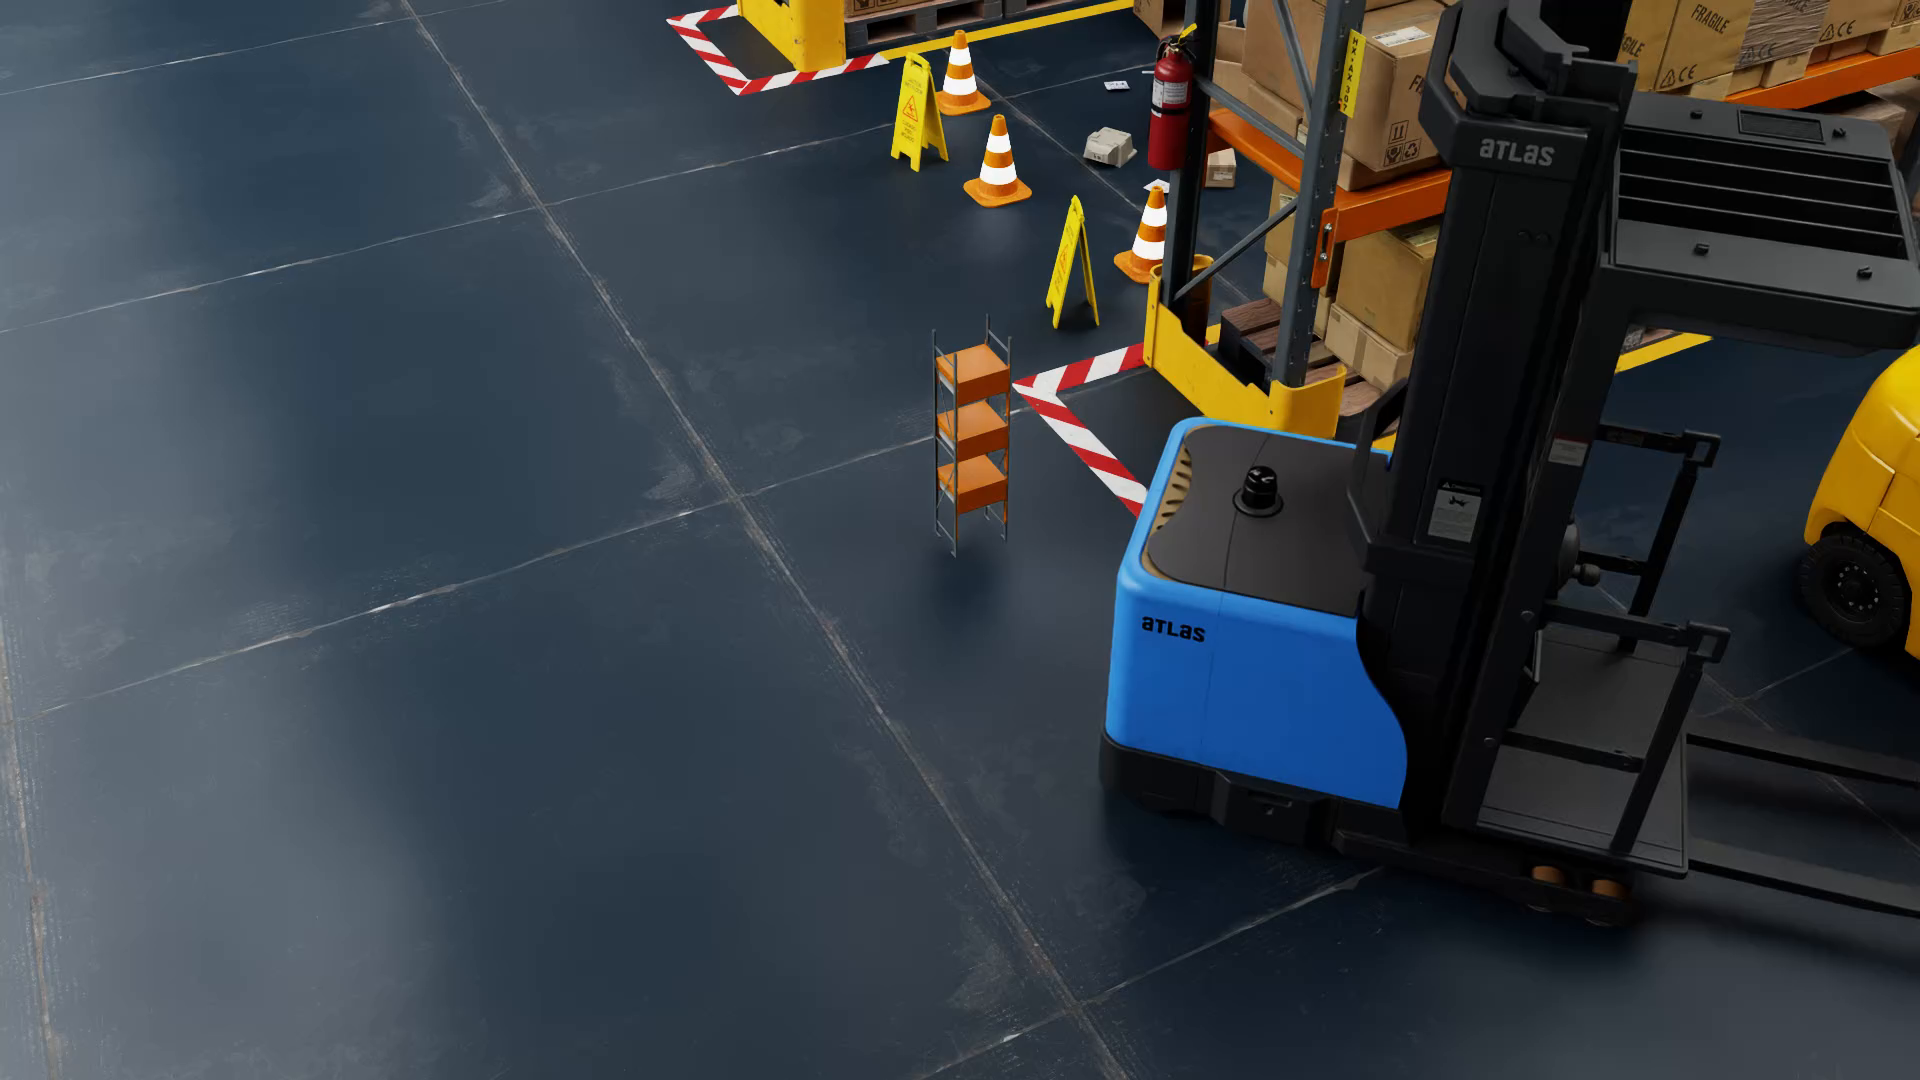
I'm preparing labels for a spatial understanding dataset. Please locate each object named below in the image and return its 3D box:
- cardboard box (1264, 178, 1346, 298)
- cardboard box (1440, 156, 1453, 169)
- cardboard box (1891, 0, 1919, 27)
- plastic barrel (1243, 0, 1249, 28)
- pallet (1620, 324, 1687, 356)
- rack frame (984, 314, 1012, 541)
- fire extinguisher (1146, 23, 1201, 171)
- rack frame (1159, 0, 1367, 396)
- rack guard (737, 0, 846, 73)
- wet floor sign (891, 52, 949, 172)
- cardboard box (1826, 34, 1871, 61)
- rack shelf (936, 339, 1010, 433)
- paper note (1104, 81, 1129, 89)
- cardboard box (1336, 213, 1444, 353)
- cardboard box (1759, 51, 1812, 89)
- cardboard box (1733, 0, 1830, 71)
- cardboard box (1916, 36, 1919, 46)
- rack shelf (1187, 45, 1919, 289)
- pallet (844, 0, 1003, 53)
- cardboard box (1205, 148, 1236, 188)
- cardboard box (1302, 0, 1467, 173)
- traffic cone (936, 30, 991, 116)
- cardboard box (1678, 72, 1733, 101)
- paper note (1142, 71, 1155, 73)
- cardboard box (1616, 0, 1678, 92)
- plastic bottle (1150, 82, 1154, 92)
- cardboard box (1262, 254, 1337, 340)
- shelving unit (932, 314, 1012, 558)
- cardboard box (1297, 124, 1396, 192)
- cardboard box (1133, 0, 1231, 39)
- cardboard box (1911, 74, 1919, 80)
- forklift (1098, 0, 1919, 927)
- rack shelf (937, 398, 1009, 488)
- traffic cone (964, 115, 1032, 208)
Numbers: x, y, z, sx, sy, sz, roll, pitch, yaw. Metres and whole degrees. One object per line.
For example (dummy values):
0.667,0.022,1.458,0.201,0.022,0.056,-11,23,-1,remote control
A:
1.837,-1.551,7.983,0.500,0.500,0.500,-18,44,-20,cardboard box
2.134,-1.769,7.212,0.250,0.149,0.380,-20,44,-22,cardboard box
4.515,-2.836,7.971,0.500,0.500,0.500,-20,44,-22,cardboard box
2.121,-3.565,11.134,0.421,0.421,0.512,8,41,10,plastic barrel
3.132,-1.308,8.631,1.213,0.211,1.003,-19,44,-21,pallet
0.156,-0.453,6.973,0.008,1.050,0.200,-19,44,-21,rack frame
0.933,-1.966,7.311,0.183,0.674,0.296,-19,44,-21,fire extinguisher
1.247,-1.765,7.014,0.127,3.000,1.000,-19,44,-21,rack frame
-1.150,-3.611,11.128,0.348,0.500,1.175,-19,44,-21,rack guard
-0.240,-2.530,9.739,0.232,0.644,0.267,-26,47,-28,wet floor sign
4.165,-2.481,8.054,0.250,0.149,0.380,-18,44,-20,cardboard box
0.047,-0.625,6.753,0.240,0.259,0.215,-19,44,-21,rack shelf
1.009,-2.921,10.678,0.142,0.017,0.144,-5,40,-6,paper note
2.111,-1.252,7.630,0.500,0.500,0.500,-20,44,-22,cardboard box
3.751,-2.288,7.825,0.250,0.149,0.380,-19,44,-21,cardboard box
3.604,-2.521,7.599,0.500,0.500,0.500,-17,43,-19,cardboard box
4.650,-2.593,8.186,0.250,0.149,0.380,-19,44,-21,cardboard box
3.021,-2.088,7.952,4.000,0.370,1.077,-19,44,-21,rack shelf
-0.456,-3.791,11.565,1.213,0.211,1.003,-19,44,-21,pallet
1.476,-2.226,9.764,0.250,0.149,0.380,2,40,2,cardboard box
1.795,-1.900,6.865,0.500,0.500,0.500,-19,44,-21,cardboard box
-0.002,-2.948,10.375,0.334,0.463,0.336,-19,44,-21,traffic cone
3.299,-2.131,7.640,0.250,0.149,0.380,-18,44,-20,cardboard box
1.252,-3.052,10.848,0.123,0.001,0.032,2,40,2,paper note
2.704,-2.209,7.230,0.500,0.500,0.500,-19,44,-21,cardboard box
1.357,-2.931,10.665,0.133,0.061,0.283,31,49,31,plastic bottle
1.861,-1.279,8.242,0.500,0.250,0.500,-19,44,-21,cardboard box
0.047,-0.417,6.930,0.252,1.050,0.215,-19,44,-21,shelving unit
1.644,-1.652,7.075,0.250,0.149,0.380,-18,44,-20,cardboard box
1.516,-3.761,11.304,0.500,0.500,0.500,-12,42,-13,cardboard box
5.895,-2.491,9.580,0.625,0.372,0.950,-16,43,-18,cardboard box
2.083,-0.185,5.200,3.031,2.935,1.130,12,42,13,forklift
0.047,-0.409,6.937,0.240,0.259,0.215,-19,44,-21,rack shelf
0.218,-2.199,9.490,0.334,0.463,0.336,-19,44,-21,traffic cone
